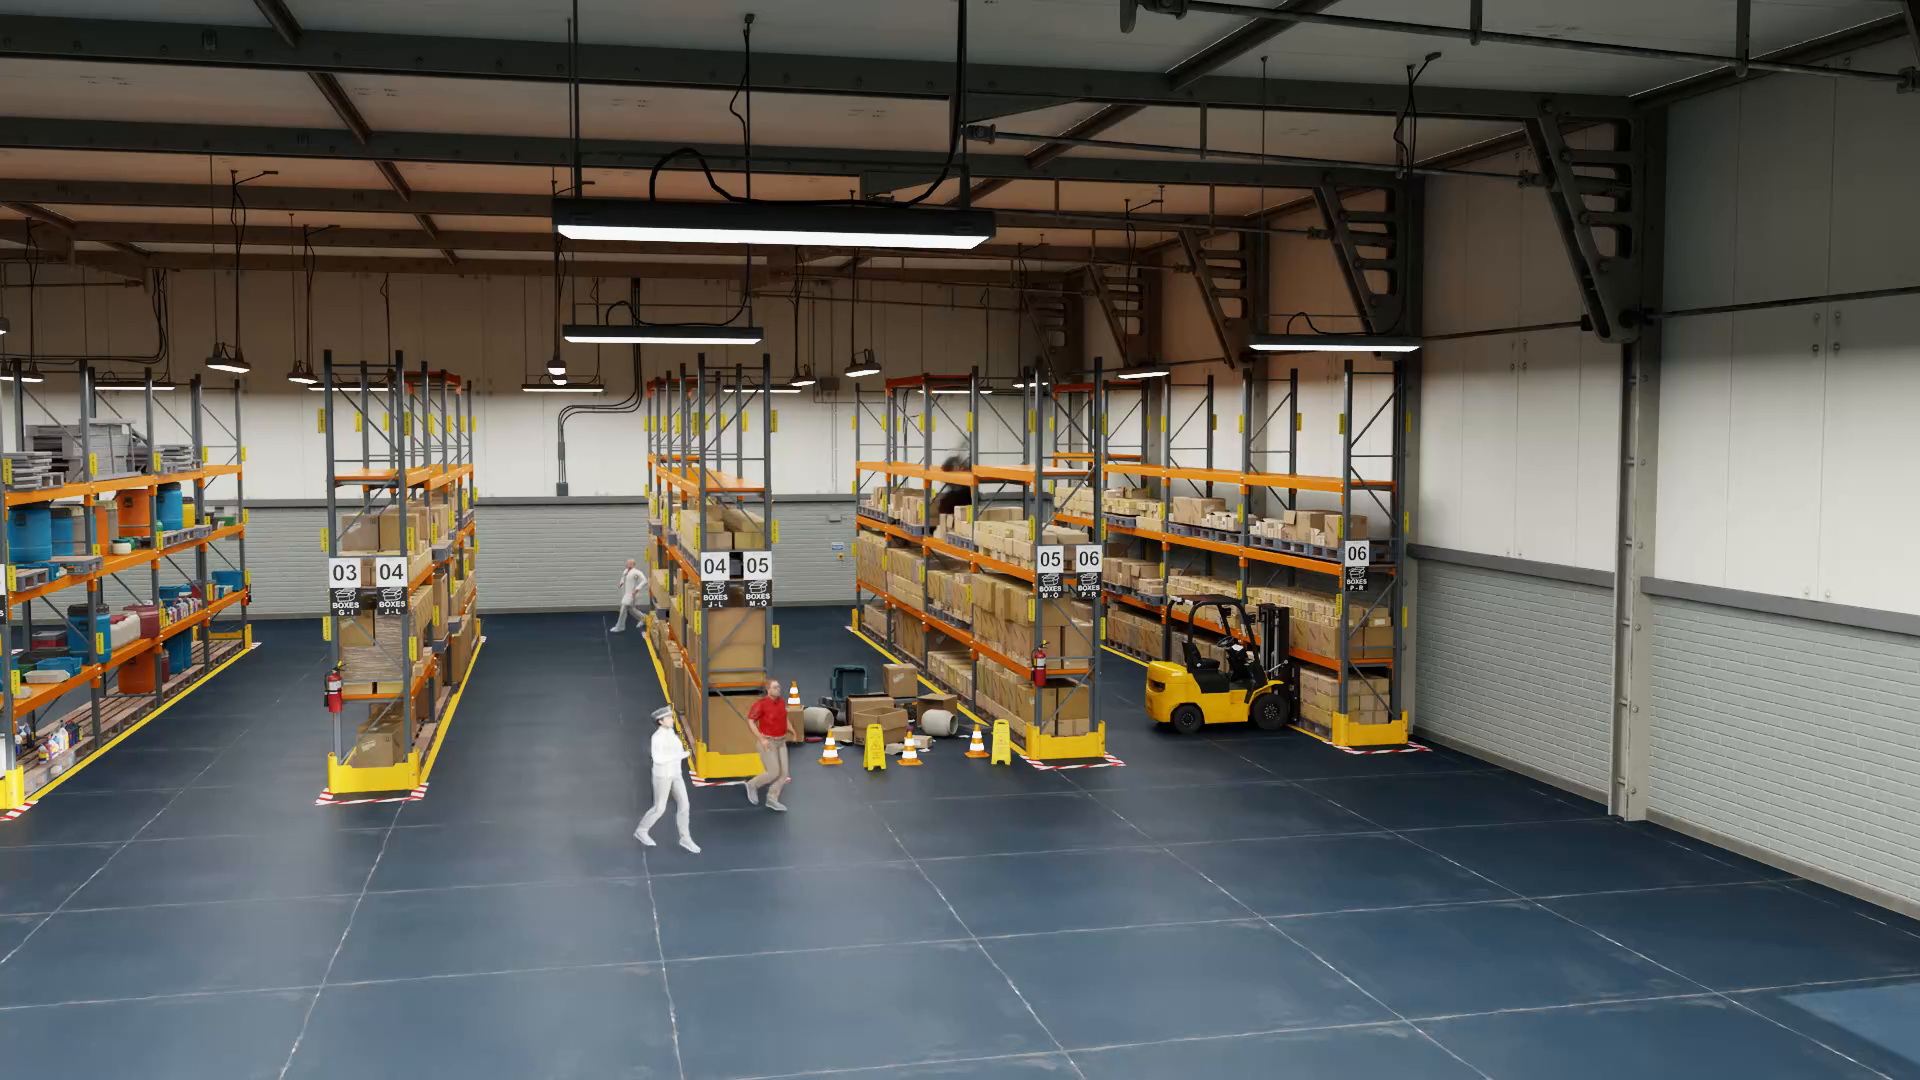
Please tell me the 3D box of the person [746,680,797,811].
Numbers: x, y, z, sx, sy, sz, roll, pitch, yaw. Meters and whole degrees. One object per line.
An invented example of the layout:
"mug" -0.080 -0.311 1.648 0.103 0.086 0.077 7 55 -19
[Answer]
"person" -2.466 2.658 21.670 0.598 1.702 0.682 3 5 35

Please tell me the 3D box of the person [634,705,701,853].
"person" -3.435 2.787 19.423 0.802 1.726 0.573 1 4 20

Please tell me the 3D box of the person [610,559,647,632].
"person" -7.926 1.325 40.132 1.006 1.762 0.728 -3 5 -39
